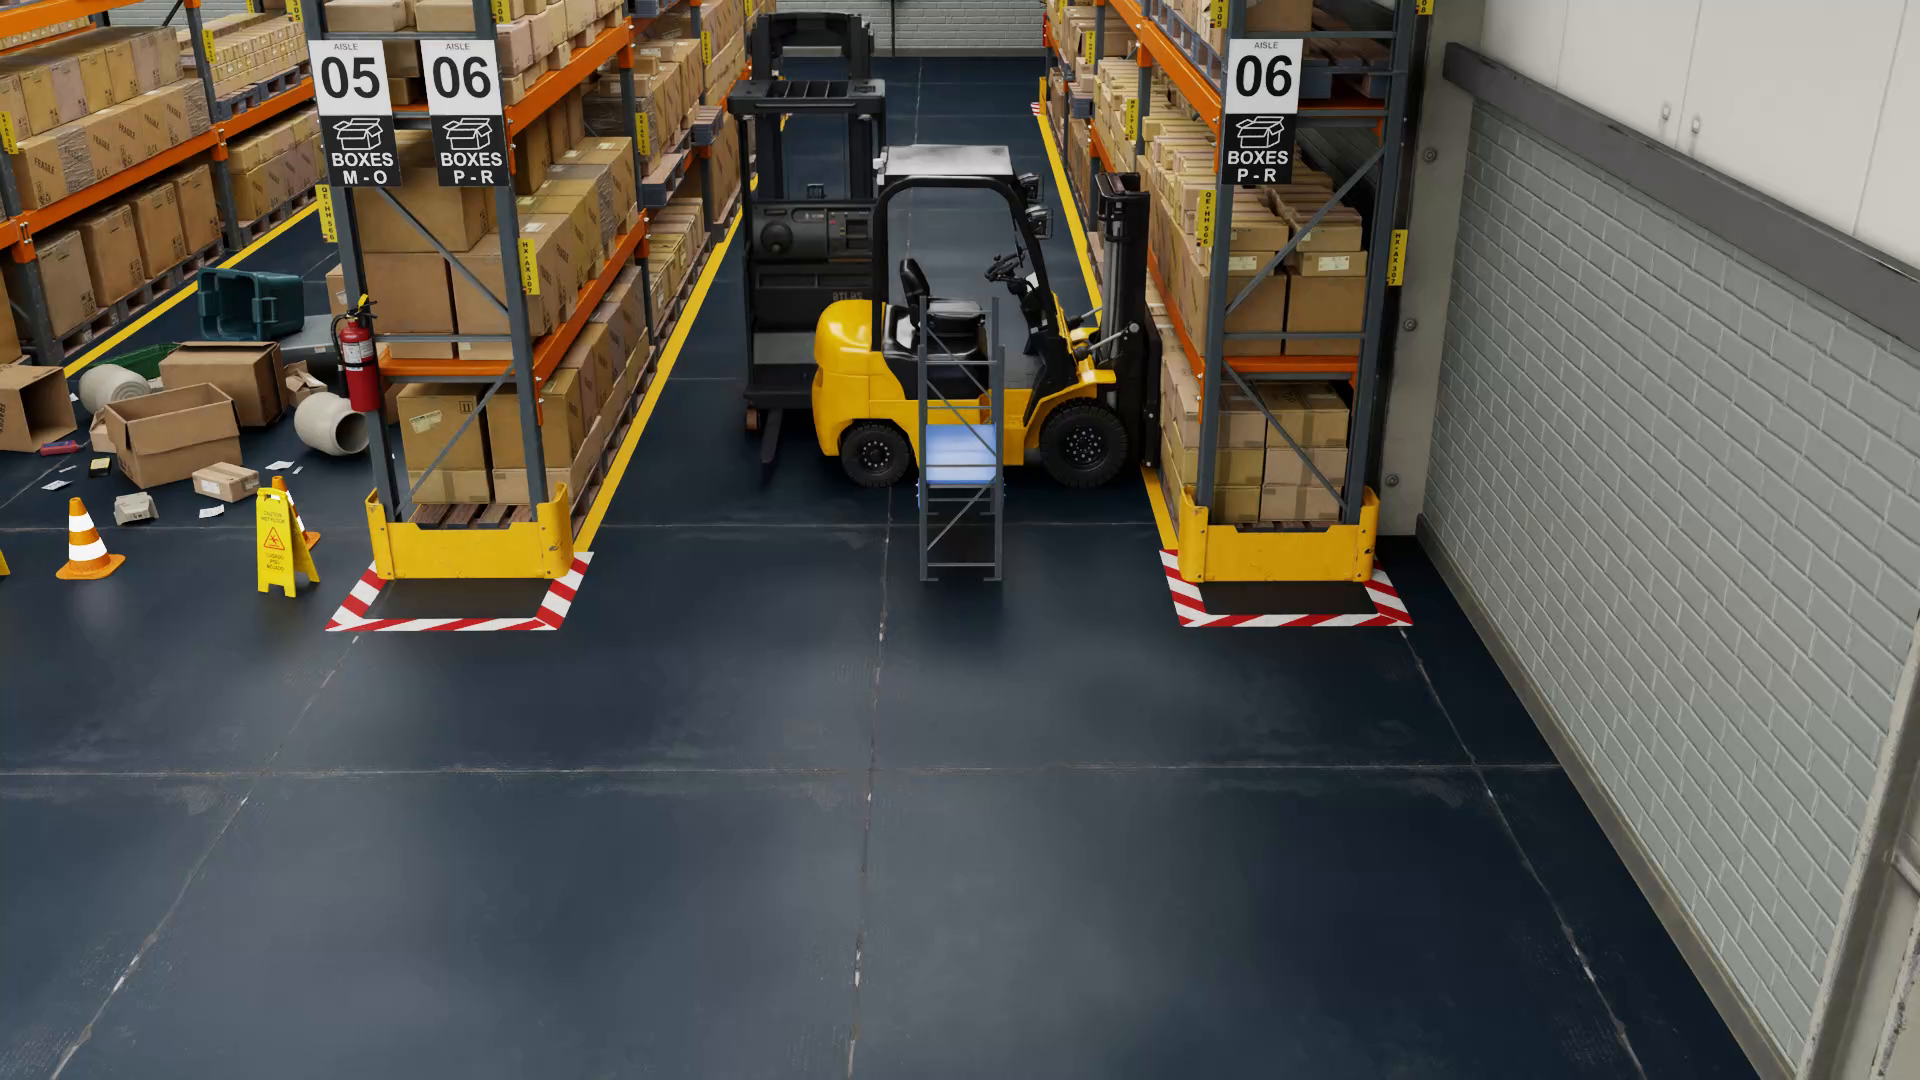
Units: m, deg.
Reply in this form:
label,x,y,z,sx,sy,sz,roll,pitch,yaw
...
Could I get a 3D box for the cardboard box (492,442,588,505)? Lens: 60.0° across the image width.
label,x,y,z,sx,sy,sz,roll,pitch,yaw
cardboard box,-2.747,-0.439,10.908,0.500,0.250,0.500,0,24,-1

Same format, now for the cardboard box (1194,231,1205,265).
label,x,y,z,sx,sy,sz,roll,pitch,yaw
cardboard box,1.632,-1.779,10.135,0.380,0.149,0.250,0,24,0

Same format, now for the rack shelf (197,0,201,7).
label,x,y,z,sx,sy,sz,roll,pitch,yaw
rack shelf,-8.072,-6.263,18.190,1.077,0.370,4.000,0,24,-1

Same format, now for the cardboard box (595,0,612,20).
label,x,y,z,sx,sy,sz,roll,pitch,yaw
cardboard box,-2.778,-3.860,11.827,0.500,0.250,0.500,-1,24,-1

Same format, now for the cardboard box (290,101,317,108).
label,x,y,z,sx,sy,sz,roll,pitch,yaw
cardboard box,-7.833,-5.136,20.080,0.500,0.250,0.500,-1,24,-2

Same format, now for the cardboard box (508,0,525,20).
label,x,y,z,sx,sy,sz,roll,pitch,yaw
cardboard box,-2.774,-3.137,9.744,0.380,0.149,0.250,0,24,-1

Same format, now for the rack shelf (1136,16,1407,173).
label,x,y,z,sx,sy,sz,roll,pitch,yaw
rack shelf,1.927,-3.054,11.096,1.077,0.370,4.000,0,24,-1

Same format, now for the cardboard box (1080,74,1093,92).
label,x,y,z,sx,sy,sz,roll,pitch,yaw
cardboard box,1.471,-4.833,17.592,0.380,0.149,0.250,0,24,0

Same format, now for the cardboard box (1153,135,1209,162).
label,x,y,z,sx,sy,sz,roll,pitch,yaw
cardboard box,1.617,-2.864,12.174,0.380,0.149,0.250,0,24,1

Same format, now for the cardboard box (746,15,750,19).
label,x,y,z,sx,sy,sz,roll,pitch,yaw
cardboard box,-2.909,-6.810,20.833,0.500,0.500,0.500,0,24,0

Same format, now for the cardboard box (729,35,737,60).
label,x,y,z,sx,sy,sz,roll,pitch,yaw
cardboard box,-2.873,-5.671,19.225,0.500,0.250,0.500,0,24,1

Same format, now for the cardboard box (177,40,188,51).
label,x,y,z,sx,sy,sz,roll,pitch,yaw
cardboard box,-8.524,-5.269,17.833,0.380,0.149,0.250,0,24,1

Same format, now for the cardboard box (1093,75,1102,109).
label,x,y,z,sx,sy,sz,roll,pitch,yaw
cardboard box,1.597,-4.463,16.553,0.500,0.250,0.500,0,24,-1

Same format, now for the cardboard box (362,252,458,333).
label,x,y,z,sx,sy,sz,roll,pitch,yaw
cardboard box,-3.296,-1.571,10.101,0.500,0.500,0.500,-1,24,-1

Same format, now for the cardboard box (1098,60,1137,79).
label,x,y,z,sx,sy,sz,roll,pitch,yaw
cardboard box,1.570,-4.696,16.585,0.380,0.149,0.250,0,24,1

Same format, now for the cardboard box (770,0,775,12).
label,x,y,z,sx,sy,sz,roll,pitch,yaw
cardboard box,-2.919,-7.608,23.811,0.500,0.500,0.500,0,24,0

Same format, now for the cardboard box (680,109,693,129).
label,x,y,z,sx,sy,sz,roll,pitch,yaw
cardboard box,-2.728,-3.976,15.696,0.380,0.149,0.250,0,24,0

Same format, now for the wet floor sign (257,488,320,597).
label,x,y,z,sx,sy,sz,roll,pitch,yaw
wet floor sign,-4.082,-0.011,9.992,0.267,0.644,0.232,8,26,18

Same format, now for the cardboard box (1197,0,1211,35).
label,x,y,z,sx,sy,sz,roll,pitch,yaw
cardboard box,1.633,-3.178,10.029,0.396,0.266,0.258,0,24,0

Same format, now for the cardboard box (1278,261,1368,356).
label,x,y,z,sx,sy,sz,roll,pitch,yaw
cardboard box,2.221,-1.442,10.177,0.500,0.500,0.500,1,24,1

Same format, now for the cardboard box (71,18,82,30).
label,x,y,z,sx,sy,sz,roll,pitch,yaw
cardboard box,-12.761,-7.349,23.663,0.380,0.149,0.250,0,24,0

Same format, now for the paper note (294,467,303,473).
label,x,y,z,sx,sy,sz,roll,pitch,yaw
paper note,-4.713,-0.498,11.839,0.032,0.001,0.123,0,24,-1

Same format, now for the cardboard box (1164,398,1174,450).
label,x,y,z,sx,sy,sz,roll,pitch,yaw
cardboard box,1.636,-0.763,11.018,0.500,0.250,0.500,0,24,-1

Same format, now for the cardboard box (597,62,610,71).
label,x,y,z,sx,sy,sz,roll,pitch,yaw
cardboard box,-3.305,-4.010,14.985,0.500,0.500,0.500,-1,24,-3

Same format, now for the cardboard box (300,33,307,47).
label,x,y,z,sx,sy,sz,roll,pitch,yaw
cardboard box,-7.889,-5.887,19.560,0.380,0.149,0.250,1,24,2

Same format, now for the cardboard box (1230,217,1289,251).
label,x,y,z,sx,sy,sz,roll,pitch,yaw
cardboard box,1.734,-1.814,9.852,0.380,0.149,0.250,0,24,0

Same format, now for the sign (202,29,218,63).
label,x,y,z,sx,sy,sz,roll,pitch,yaw
sign,-7.496,-4.931,16.608,0.100,0.325,0.005,0,24,-1

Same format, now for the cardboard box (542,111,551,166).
label,x,y,z,sx,sy,sz,roll,pitch,yaw
cardboard box,-3.308,-2.852,11.721,0.700,0.500,0.500,-1,24,-2

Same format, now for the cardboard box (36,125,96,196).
label,x,y,z,sx,sy,sz,roll,pitch,yaw
cardboard box,-7.750,-3.223,14.115,0.500,0.500,0.500,0,24,0

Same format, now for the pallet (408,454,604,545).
label,x,y,z,sx,sy,sz,roll,pitch,yaw
pallet,-2.989,-0.263,11.075,1.003,0.211,1.213,0,24,-1

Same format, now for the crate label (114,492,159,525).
label,x,y,z,sx,sy,sz,roll,pitch,yaw
crate label,-5.486,-0.213,11.054,0.250,0.136,0.298,-14,28,-28

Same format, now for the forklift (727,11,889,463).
label,x,y,z,sx,sy,sz,roll,pitch,yaw
forklift,-1.077,-2.296,12.270,1.130,2.935,3.031,-1,24,-2

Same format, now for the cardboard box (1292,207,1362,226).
label,x,y,z,sx,sy,sz,roll,pitch,yaw
cardboard box,2.218,-1.917,10.079,0.380,0.149,0.250,1,24,1

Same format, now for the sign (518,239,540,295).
label,x,y,z,sx,sy,sz,roll,pitch,yaw
sign,-2.472,-1.564,9.518,0.100,0.325,0.005,0,24,-1

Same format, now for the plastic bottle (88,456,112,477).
label,x,y,z,sx,sy,sz,roll,pitch,yaw
plastic bottle,-6.122,-0.529,11.845,0.133,0.061,0.283,-9,26,-19

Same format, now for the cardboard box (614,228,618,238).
label,x,y,z,sx,sy,sz,roll,pitch,yaw
cardboard box,-2.815,-2.359,12.631,0.380,0.149,0.250,0,24,0

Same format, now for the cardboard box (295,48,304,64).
label,x,y,z,sx,sy,sz,roll,pitch,yaw
cardboard box,-7.885,-5.649,19.396,0.380,0.149,0.250,-1,24,-3

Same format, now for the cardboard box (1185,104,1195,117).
label,x,y,z,sx,sy,sz,roll,pitch,yaw
cardboard box,2.140,-3.645,14.261,0.380,0.149,0.250,0,24,-1

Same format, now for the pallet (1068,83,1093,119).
label,x,y,z,sx,sy,sz,roll,pitch,yaw
pallet,1.784,-4.679,17.689,1.213,0.211,1.003,0,24,-1

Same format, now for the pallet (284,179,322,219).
label,x,y,z,sx,sy,sz,roll,pitch,yaw
pallet,-8.068,-3.953,19.234,1.003,0.211,1.213,0,24,-1

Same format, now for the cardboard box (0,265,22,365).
label,x,y,z,sx,sy,sz,roll,pitch,yaw
cardboard box,-8.070,-1.715,12.971,0.875,0.875,0.875,0,24,0

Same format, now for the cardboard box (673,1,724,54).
label,x,y,z,sx,sy,sz,roll,pitch,yaw
cardboard box,-2.868,-5.587,18.128,0.500,0.500,0.500,0,24,1

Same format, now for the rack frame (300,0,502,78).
label,x,y,z,sx,sy,sz,roll,pitch,yaw
rack frame,-3.015,-3.901,8.454,1.000,3.000,0.127,0,24,-1

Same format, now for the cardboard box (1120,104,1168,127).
label,x,y,z,sx,sy,sz,roll,pitch,yaw
cardboard box,1.573,-3.635,14.239,0.380,0.149,0.250,-1,24,-2

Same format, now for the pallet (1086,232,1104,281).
label,x,y,z,sx,sy,sz,roll,pitch,yaw
pallet,1.831,-2.878,16.856,1.003,0.211,1.213,0,24,-1

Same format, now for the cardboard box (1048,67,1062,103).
label,x,y,z,sx,sy,sz,roll,pitch,yaw
cardboard box,1.686,-6.586,24.191,0.797,0.503,0.637,-1,24,-3

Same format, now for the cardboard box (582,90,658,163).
label,x,y,z,sx,sy,sz,roll,pitch,yaw
cardboard box,-2.777,-3.382,13.597,0.500,0.500,0.500,0,24,1

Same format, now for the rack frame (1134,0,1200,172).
label,x,y,z,sx,sy,sz,roll,pitch,yaw
rack frame,1.905,-2.839,13.388,1.000,3.000,0.127,0,24,-1

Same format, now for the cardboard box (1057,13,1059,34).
label,x,y,z,sx,sy,sz,roll,pitch,yaw
cardboard box,1.556,-6.824,22.018,0.500,0.250,0.500,0,24,-1

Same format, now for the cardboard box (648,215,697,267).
label,x,y,z,sx,sy,sz,roll,pitch,yaw
cardboard box,-3.090,-2.921,16.247,0.950,0.372,0.625,-1,24,-2

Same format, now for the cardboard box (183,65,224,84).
label,x,y,z,sx,sy,sz,roll,pitch,yaw
cardboard box,-7.855,-4.812,17.184,0.380,0.149,0.250,1,24,2

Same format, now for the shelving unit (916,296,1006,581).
label,x,y,z,sx,sy,sz,roll,pitch,yaw
shelving unit,0.001,-0.648,10.363,0.538,1.500,1.048,0,24,-1

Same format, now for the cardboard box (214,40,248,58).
label,x,y,z,sx,sy,sz,roll,pitch,yaw
cardboard box,-7.868,-5.260,17.813,0.380,0.149,0.250,-1,24,-3

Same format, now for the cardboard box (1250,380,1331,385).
label,x,y,z,sx,sy,sz,roll,pitch,yaw
cardboard box,2.124,-0.990,10.912,0.500,0.250,0.500,0,24,0

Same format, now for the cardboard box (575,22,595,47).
label,x,y,z,sx,sy,sz,roll,pitch,yaw
cardboard box,-2.753,-3.515,11.546,0.380,0.149,0.250,0,24,1
